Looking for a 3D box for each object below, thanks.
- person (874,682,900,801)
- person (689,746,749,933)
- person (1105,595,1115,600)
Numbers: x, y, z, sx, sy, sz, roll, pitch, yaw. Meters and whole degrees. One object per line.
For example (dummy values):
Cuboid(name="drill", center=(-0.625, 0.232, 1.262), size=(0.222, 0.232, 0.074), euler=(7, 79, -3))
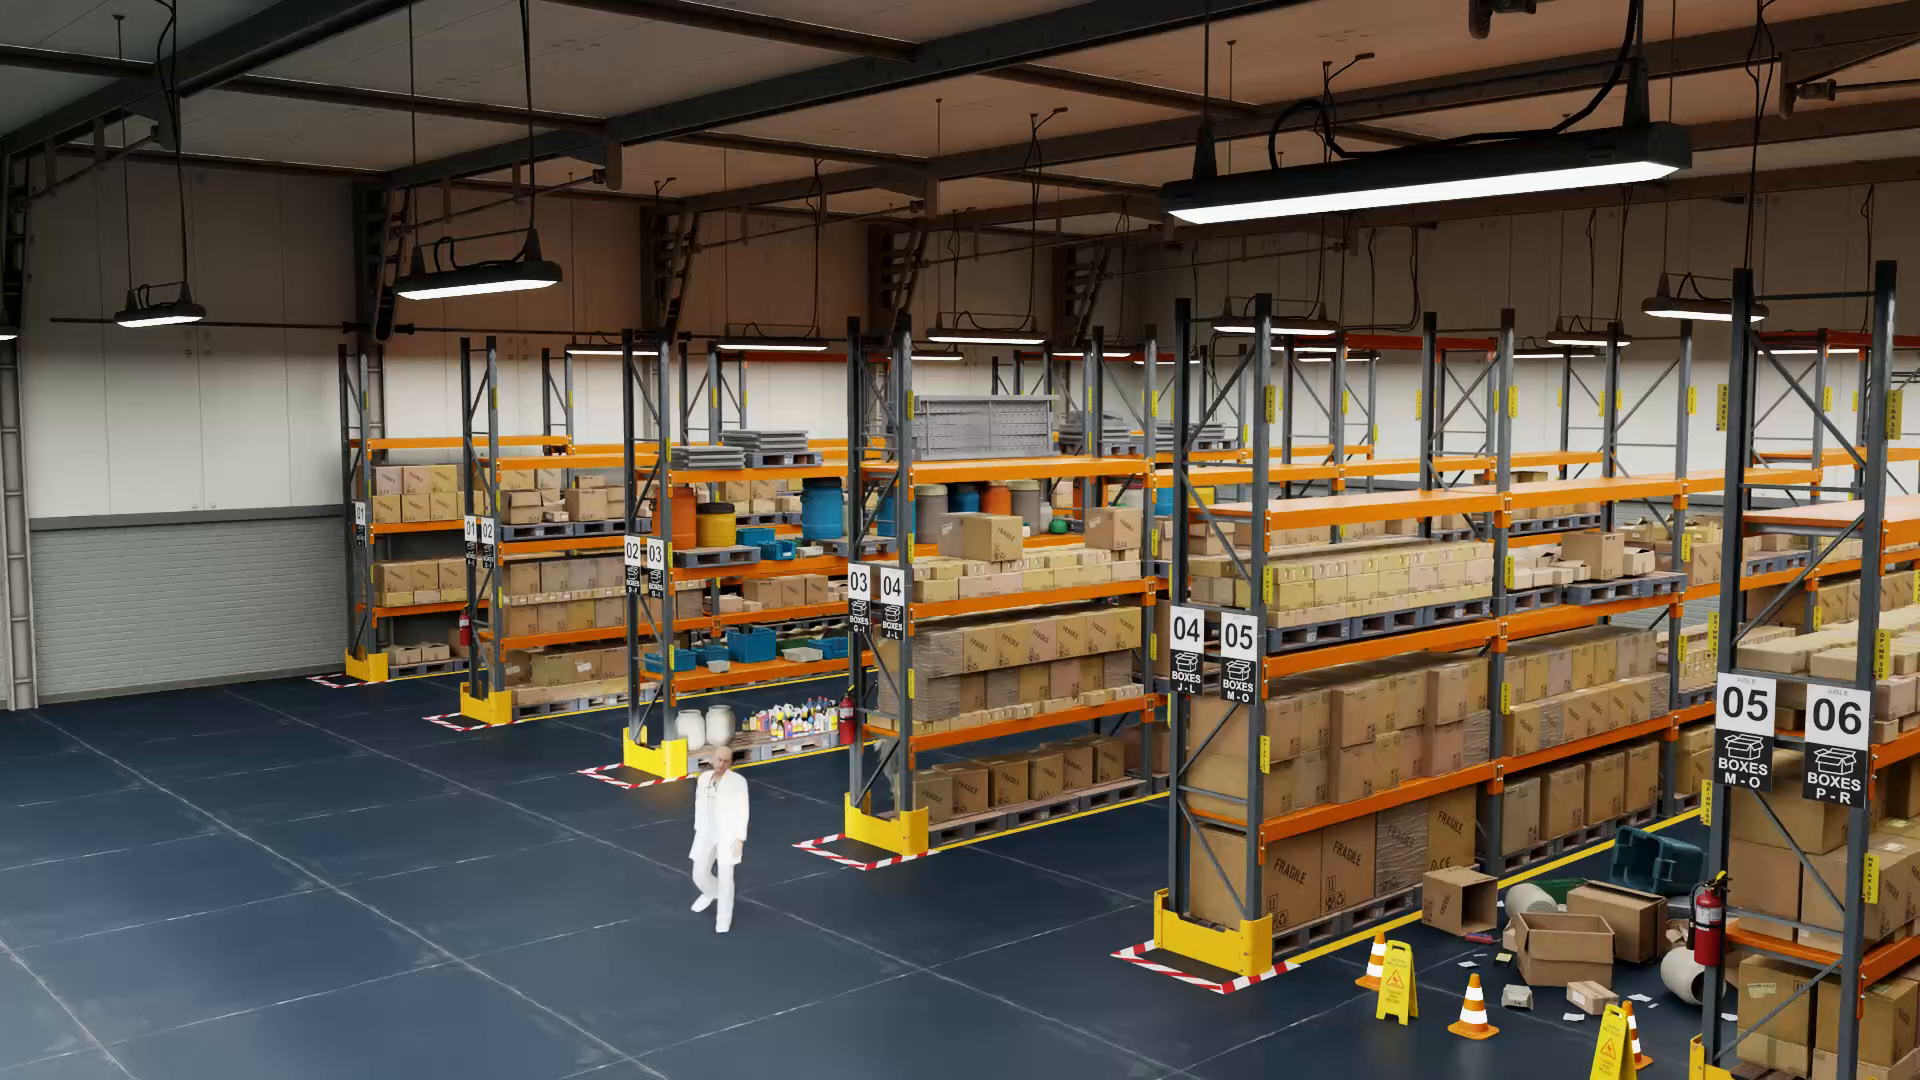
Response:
Cuboid(name="person", center=(-0.858, 2.494, 20.970), size=(0.440, 1.681, 0.708), euler=(0, 5, 0))
Cuboid(name="person", center=(-2.311, 2.843, 16.004), size=(0.698, 1.772, 0.634), euler=(1, 5, 15))
Cuboid(name="person", center=(3.140, 1.565, 31.791), size=(0.955, 1.541, 0.553), euler=(-3, 6, -27))
